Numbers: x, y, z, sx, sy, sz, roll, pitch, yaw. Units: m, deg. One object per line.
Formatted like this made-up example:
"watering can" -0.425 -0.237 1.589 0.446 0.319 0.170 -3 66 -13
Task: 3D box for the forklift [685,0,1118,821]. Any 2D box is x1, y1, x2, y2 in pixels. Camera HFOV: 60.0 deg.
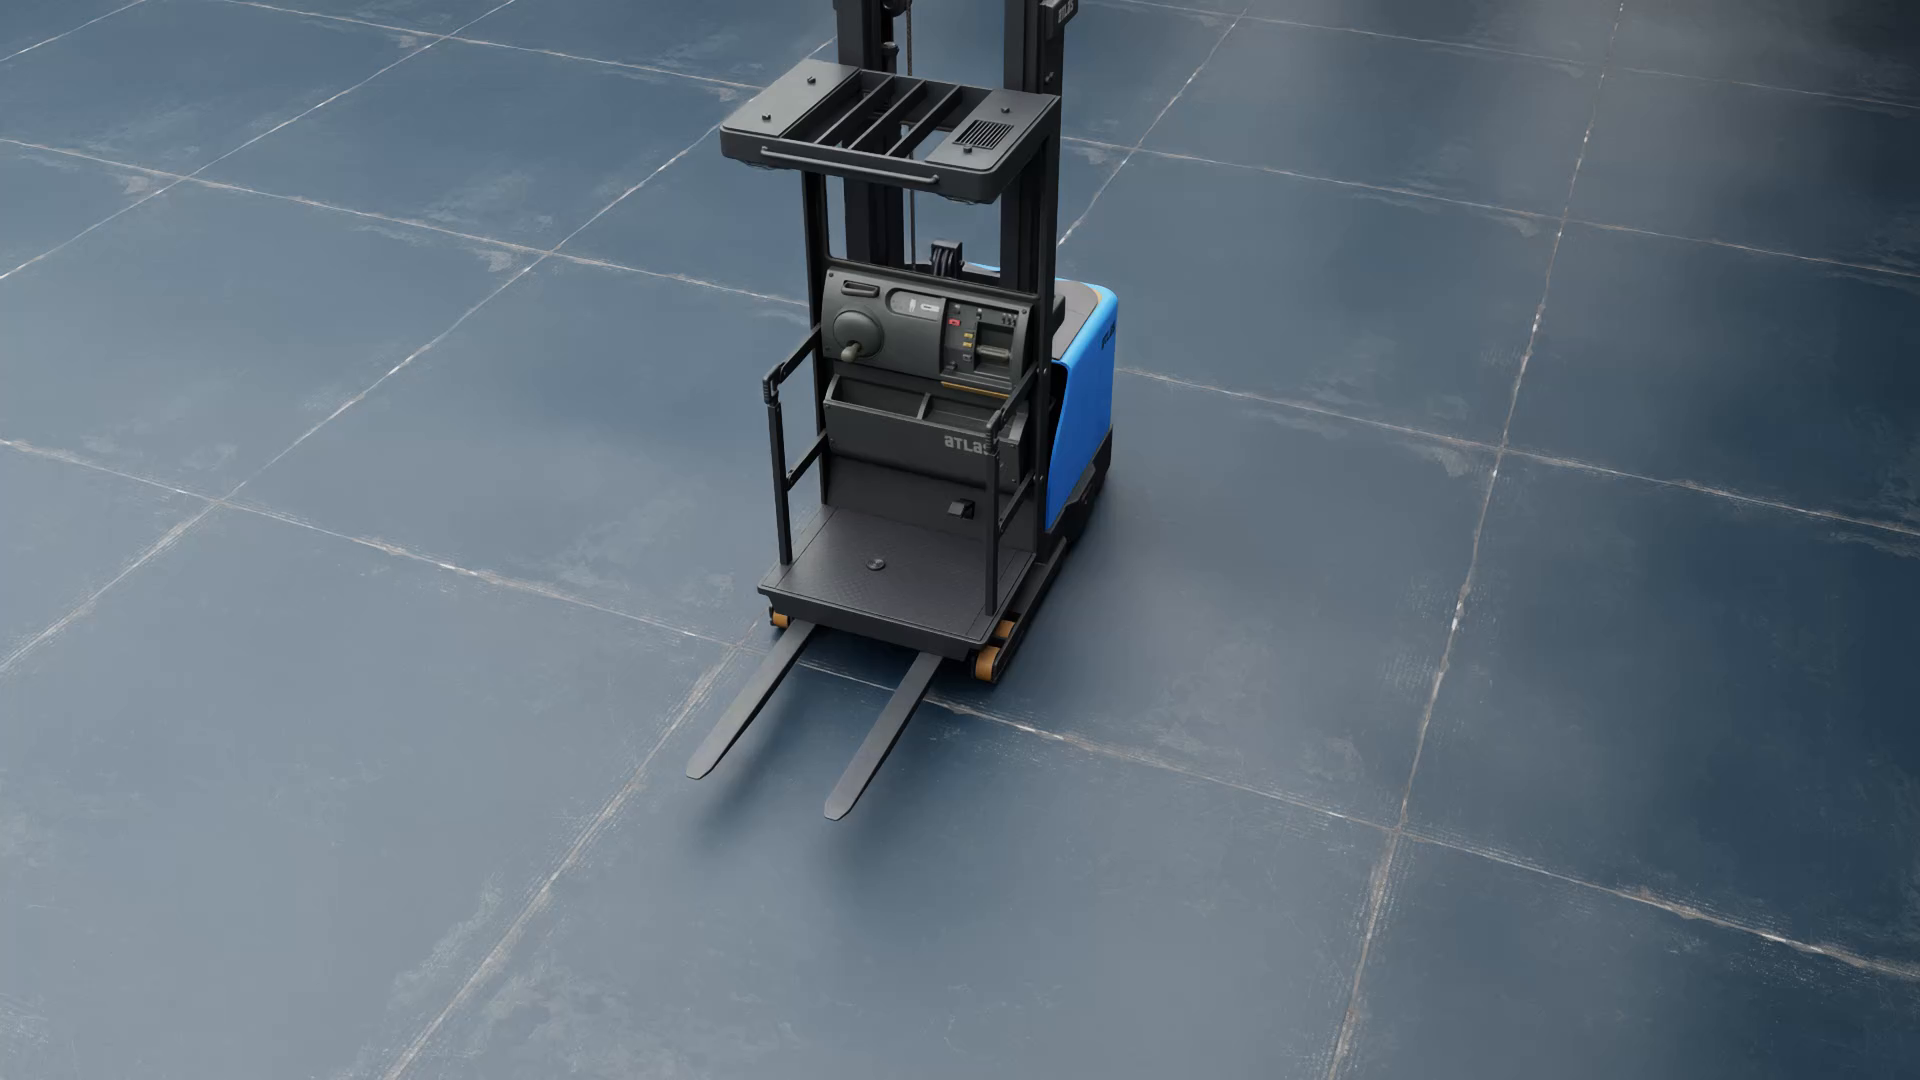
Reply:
"forklift" -0.229 -0.827 6.908 1.130 2.935 3.031 13 39 17
